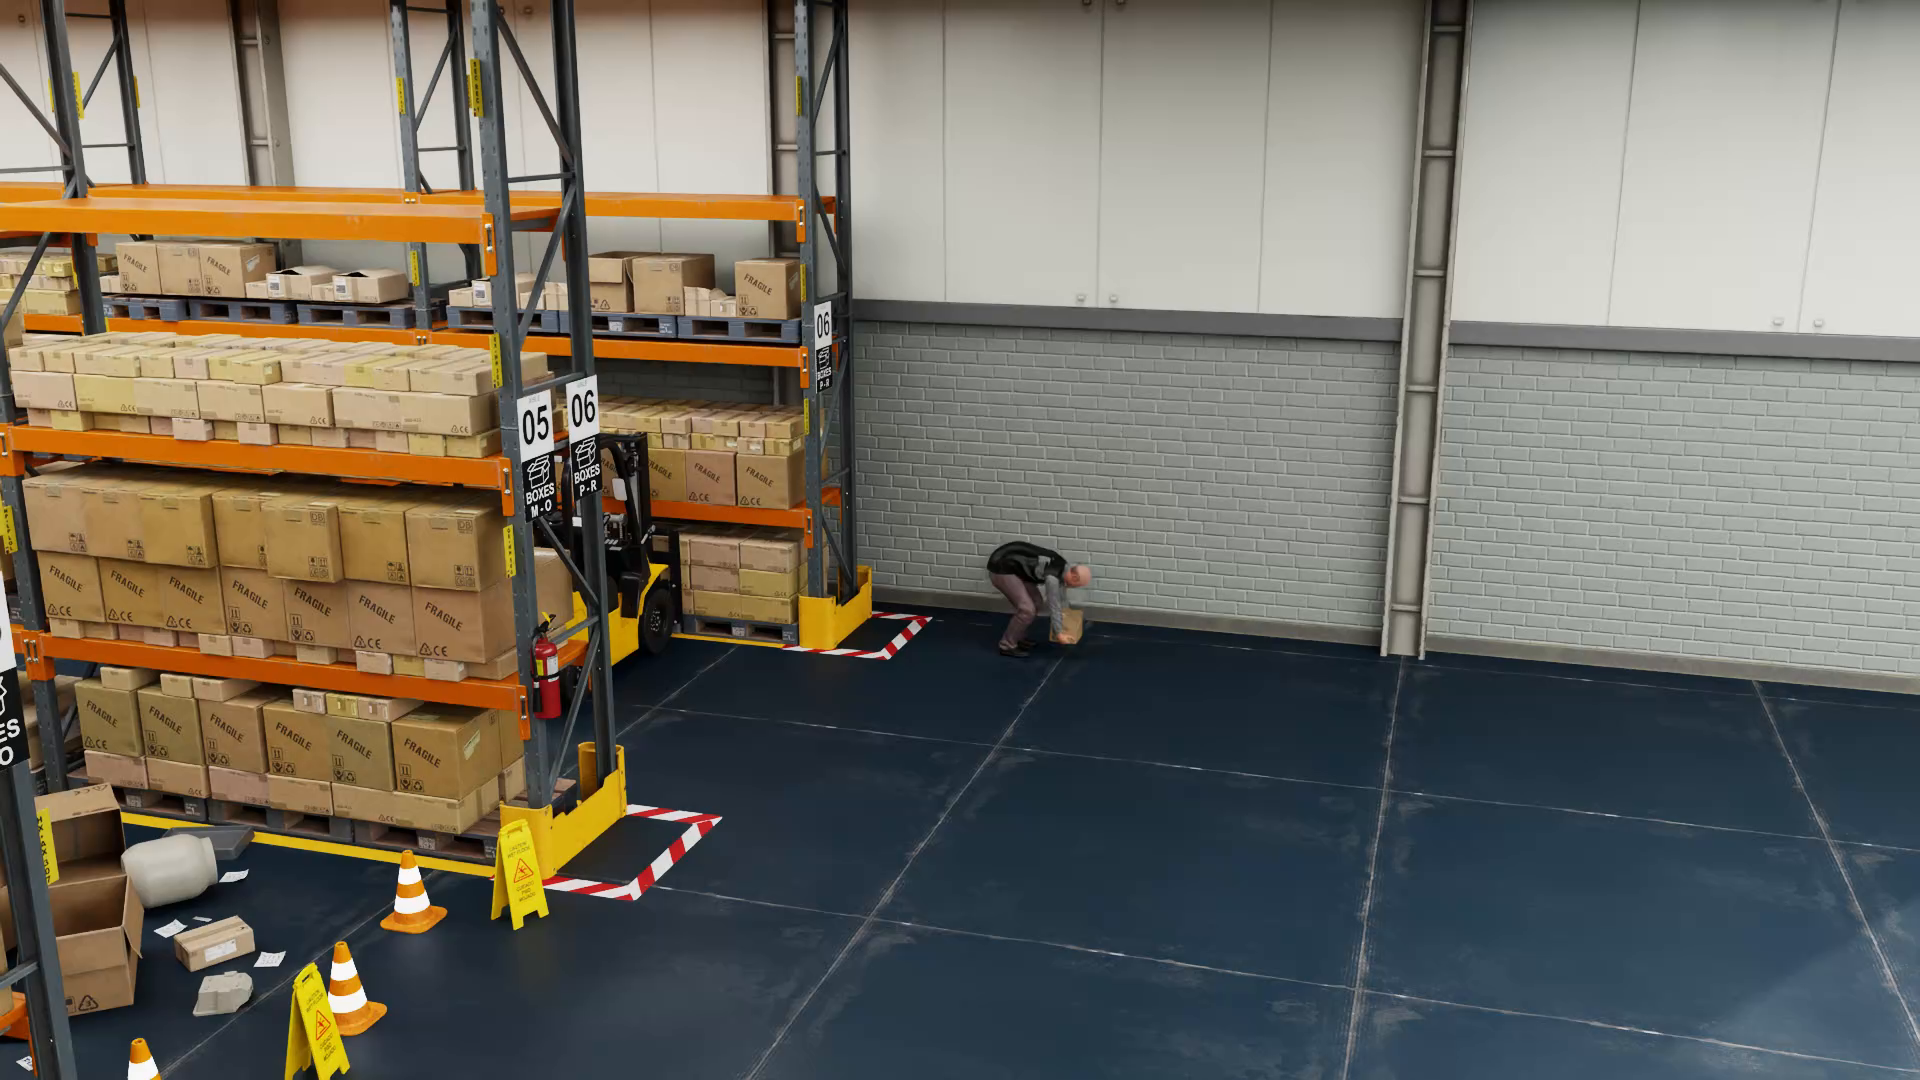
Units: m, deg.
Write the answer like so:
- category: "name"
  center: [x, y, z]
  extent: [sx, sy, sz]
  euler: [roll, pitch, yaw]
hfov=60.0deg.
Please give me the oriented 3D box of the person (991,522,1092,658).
- category: "person"
  center: [0.746, 0.455, 15.310]
  extent: [0.916, 1.235, 0.464]
  euler: [4, 15, 15]
